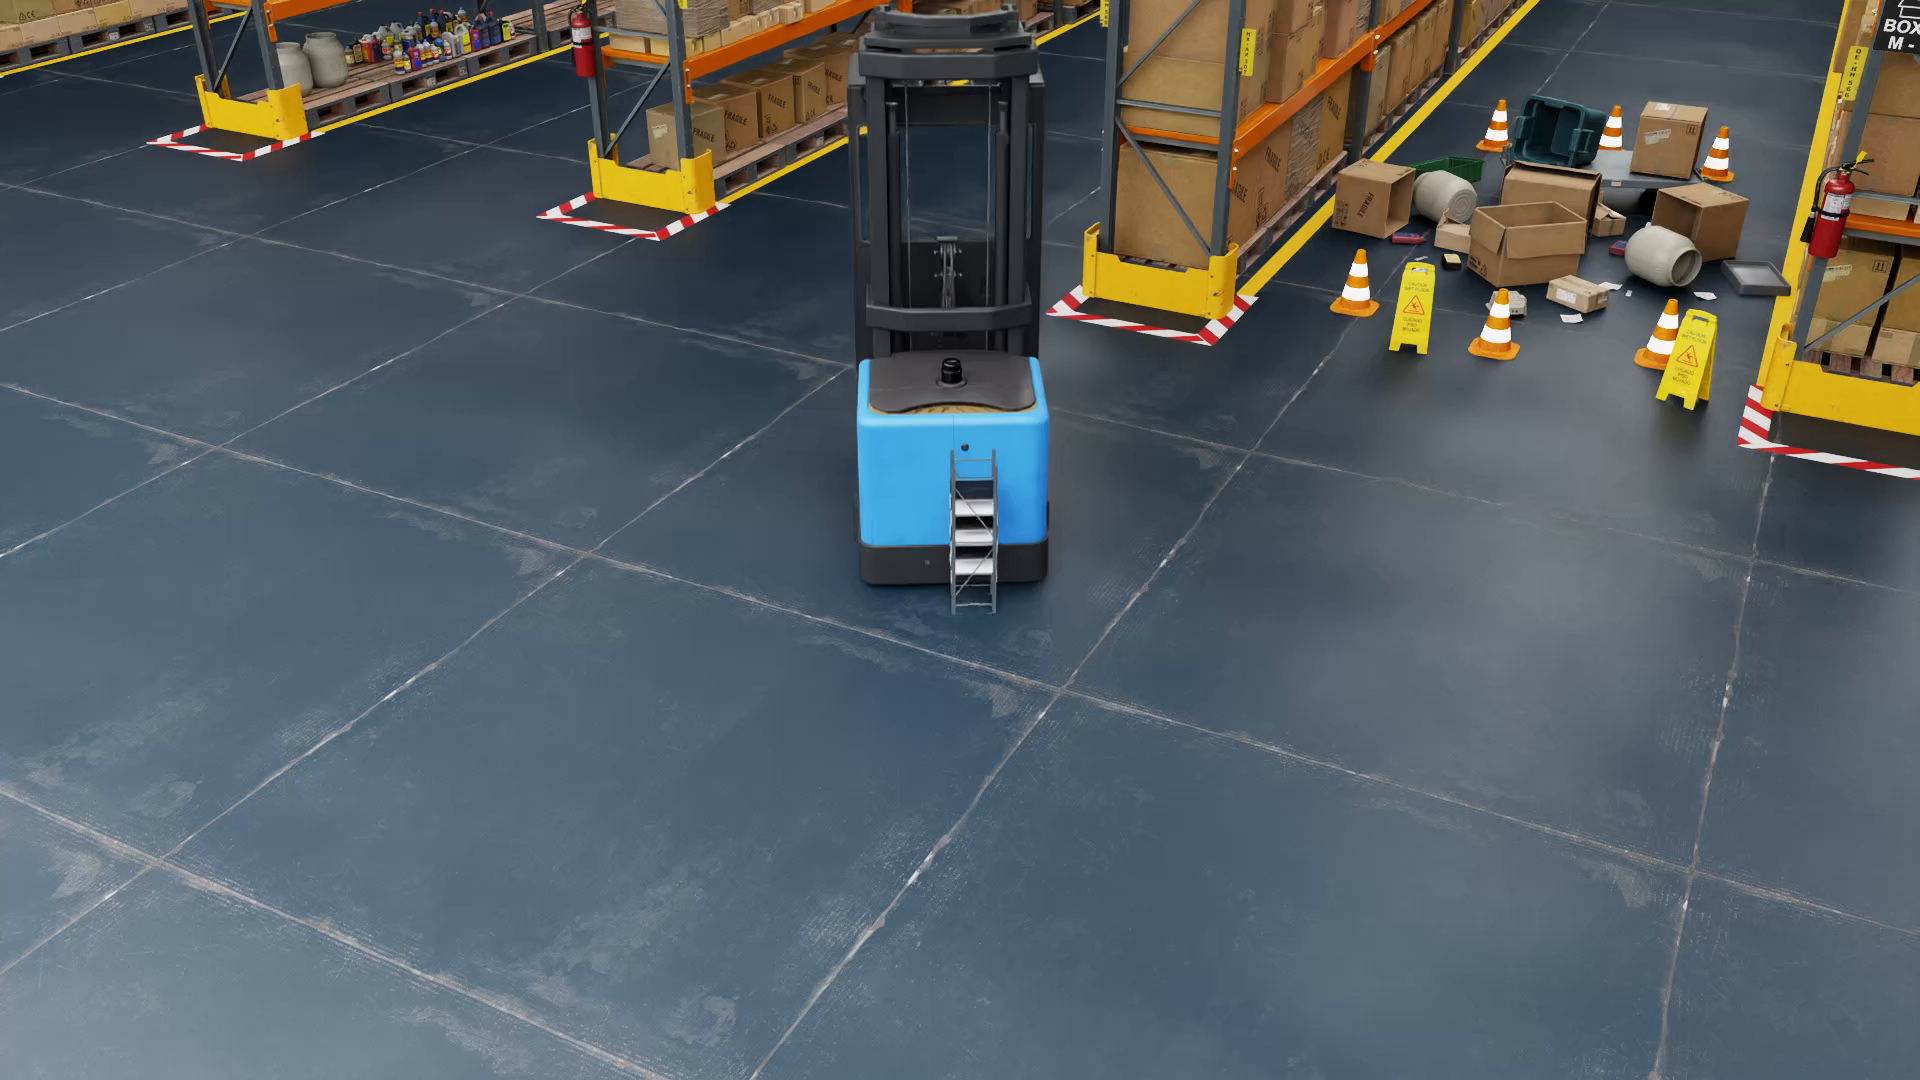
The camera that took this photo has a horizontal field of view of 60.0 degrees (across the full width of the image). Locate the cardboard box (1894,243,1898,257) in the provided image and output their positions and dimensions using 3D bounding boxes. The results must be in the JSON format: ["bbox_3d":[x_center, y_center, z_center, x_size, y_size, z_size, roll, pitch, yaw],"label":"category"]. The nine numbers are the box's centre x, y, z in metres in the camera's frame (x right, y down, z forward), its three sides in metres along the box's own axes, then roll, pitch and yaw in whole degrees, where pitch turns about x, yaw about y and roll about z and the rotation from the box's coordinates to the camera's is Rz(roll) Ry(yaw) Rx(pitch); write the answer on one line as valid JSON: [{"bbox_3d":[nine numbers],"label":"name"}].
[{"bbox_3d":[6.863,-1.964,11.744,0.500,0.500,0.500,13,32,21],"label":"cardboard box"}]

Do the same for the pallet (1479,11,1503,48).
[{"bbox_3d":[6.111,-6.411,20.702,1.003,0.211,1.213,14,33,23],"label":"pallet"}]

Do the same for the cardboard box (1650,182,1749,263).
[{"bbox_3d":[6.128,-2.634,13.833,0.500,0.500,0.500,-12,32,-20],"label":"cardboard box"}]

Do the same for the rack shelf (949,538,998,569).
[{"bbox_3d":[0.072,0.070,8.971,0.258,0.077,0.200,-1,30,-2],"label":"rack shelf"}]

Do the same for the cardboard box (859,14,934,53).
[{"bbox_3d":[-0.696,-5.506,18.394,0.700,0.500,0.500,12,32,20],"label":"cardboard box"}]

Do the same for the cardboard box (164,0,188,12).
[{"bbox_3d":[-10.065,-6.896,21.086,0.500,0.250,0.500,14,33,23],"label":"cardboard box"}]

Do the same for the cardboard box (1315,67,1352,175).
[{"bbox_3d":[3.026,-3.960,15.345,0.875,0.875,0.875,15,33,24],"label":"cardboard box"}]

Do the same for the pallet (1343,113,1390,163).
[{"bbox_3d":[3.659,-4.112,16.698,1.003,0.211,1.213,14,33,23],"label":"pallet"}]

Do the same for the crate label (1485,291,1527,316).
[{"bbox_3d":[4.213,-1.816,12.775,0.250,0.136,0.298,-1,30,-3],"label":"crate label"}]

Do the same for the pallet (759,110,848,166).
[{"bbox_3d":[-1.824,-4.074,16.632,1.003,0.211,1.213,14,33,23],"label":"pallet"}]

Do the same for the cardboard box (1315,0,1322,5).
[{"bbox_3d":[2.661,-4.861,13.968,0.875,0.550,0.550,14,33,23],"label":"cardboard box"}]

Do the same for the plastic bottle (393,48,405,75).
[{"bbox_3d":[-6.123,-5.223,18.131,0.097,0.271,0.097,0,30,0],"label":"plastic bottle"}]

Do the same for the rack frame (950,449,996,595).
[{"bbox_3d":[0.068,-0.087,8.998,0.240,0.900,0.006,-1,30,-2],"label":"rack frame"}]

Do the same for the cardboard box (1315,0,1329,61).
[{"bbox_3d":[2.636,-4.399,14.247,0.875,0.550,0.550,14,33,23],"label":"cardboard box"}]

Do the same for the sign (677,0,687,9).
[{"bbox_3d":[-2.334,-4.611,13.898,0.100,0.325,0.005,14,33,23],"label":"sign"}]

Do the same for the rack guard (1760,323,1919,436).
[{"bbox_3d":[6.040,-1.060,11.094,1.175,0.500,0.348,14,33,23],"label":"rack guard"}]

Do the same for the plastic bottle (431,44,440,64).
[{"bbox_3d":[-5.876,-5.433,18.567,0.097,0.201,0.097,0,30,0],"label":"plastic bottle"}]

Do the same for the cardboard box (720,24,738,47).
[{"bbox_3d":[-2.217,-4.536,14.889,0.380,0.149,0.250,14,33,23],"label":"cardboard box"}]

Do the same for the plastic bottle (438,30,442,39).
[{"bbox_3d":[-5.848,-5.642,18.848,0.061,0.283,0.133,14,33,23],"label":"plastic bottle"}]

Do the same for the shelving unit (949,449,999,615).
[{"bbox_3d":[0.072,-0.037,8.910,0.258,0.900,0.210,-1,30,-2],"label":"shelving unit"}]

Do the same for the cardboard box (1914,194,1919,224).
[{"bbox_3d":[6.344,-2.105,10.656,0.380,0.149,0.250,14,33,23],"label":"cardboard box"}]

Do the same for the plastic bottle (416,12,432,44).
[{"bbox_3d":[-6.227,-5.950,19.318,0.144,0.351,0.185,13,32,21],"label":"plastic bottle"}]

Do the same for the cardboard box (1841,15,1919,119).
[{"bbox_3d":[6.044,-2.992,10.546,0.700,0.500,0.500,13,33,22],"label":"cardboard box"}]

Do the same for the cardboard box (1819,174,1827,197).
[{"bbox_3d":[7.085,-2.758,13.127,0.500,0.500,0.500,16,33,25],"label":"cardboard box"}]

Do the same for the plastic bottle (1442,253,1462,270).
[{"bbox_3d":[4.045,-2.305,13.703,0.133,0.061,0.283,4,30,6],"label":"plastic bottle"}]

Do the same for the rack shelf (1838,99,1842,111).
[{"bbox_3d":[8.738,-4.458,15.224,1.077,0.370,4.000,14,33,23],"label":"rack shelf"}]

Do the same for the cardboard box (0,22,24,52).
[{"bbox_3d":[-11.191,-5.784,19.150,0.500,0.250,0.500,14,33,23],"label":"cardboard box"}]

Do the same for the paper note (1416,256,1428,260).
[{"bbox_3d":[3.833,-2.341,13.816,0.123,0.001,0.032,-18,34,-28],"label":"paper note"}]

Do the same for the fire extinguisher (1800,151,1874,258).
[{"bbox_3d":[5.543,-2.131,10.526,0.296,0.674,0.183,14,33,23],"label":"fire extinguisher"}]

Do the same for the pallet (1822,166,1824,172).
[{"bbox_3d":[8.181,-3.020,14.797,1.003,0.211,1.213,14,33,23],"label":"pallet"}]

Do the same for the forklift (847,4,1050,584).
[{"bbox_3d":[-0.086,-1.725,9.810,1.130,2.935,3.031,-1,30,-2],"label":"forklift"}]

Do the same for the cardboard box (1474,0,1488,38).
[{"bbox_3d":[5.972,-6.313,19.819,0.500,0.500,0.500,15,33,24],"label":"cardboard box"}]

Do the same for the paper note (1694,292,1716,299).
[{"bbox_3d":[5.865,-1.927,13.075,0.142,0.019,0.148,4,30,6],"label":"paper note"}]

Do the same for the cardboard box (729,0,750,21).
[{"bbox_3d":[-2.421,-5.017,15.076,0.875,0.500,0.500,14,33,23],"label":"cardboard box"}]

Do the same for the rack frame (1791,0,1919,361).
[{"bbox_3d":[6.005,-2.110,10.413,1.000,3.000,0.127,14,33,23],"label":"rack frame"}]

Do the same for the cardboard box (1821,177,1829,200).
[{"bbox_3d":[6.484,-2.526,12.072,0.380,0.149,0.250,16,33,25],"label":"cardboard box"}]

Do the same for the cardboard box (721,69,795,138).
[{"bbox_3d":[-1.974,-4.276,16.272,0.500,0.500,0.500,18,34,28],"label":"cardboard box"}]

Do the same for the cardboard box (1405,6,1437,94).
[{"bbox_3d":[4.444,-5.304,17.811,1.050,0.750,0.750,15,33,24],"label":"cardboard box"}]

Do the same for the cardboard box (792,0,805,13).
[{"bbox_3d":[-1.709,-5.106,15.881,0.380,0.149,0.250,14,33,23],"label":"cardboard box"}]

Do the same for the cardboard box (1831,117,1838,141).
[{"bbox_3d":[8.704,-3.787,15.550,0.950,0.372,0.625,15,33,25],"label":"cardboard box"}]

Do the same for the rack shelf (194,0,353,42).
[{"bbox_3d":[-6.315,-6.057,18.008,1.077,0.370,4.000,14,33,23],"label":"rack shelf"}]

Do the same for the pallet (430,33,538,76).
[{"bbox_3d":[-5.747,-5.758,19.565,1.003,0.211,1.213,14,33,23],"label":"pallet"}]

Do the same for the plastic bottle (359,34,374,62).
[{"bbox_3d":[-6.640,-5.511,18.628,0.152,0.276,0.135,15,33,24],"label":"plastic bottle"}]

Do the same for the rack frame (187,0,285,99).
[{"bbox_3d":[-7.226,-5.482,16.284,1.000,3.000,0.127,14,33,23],"label":"rack frame"}]

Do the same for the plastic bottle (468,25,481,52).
[{"bbox_3d":[-5.565,-5.751,19.038,0.061,0.283,0.133,17,34,27],"label":"plastic bottle"}]

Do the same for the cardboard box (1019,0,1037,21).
[{"bbox_3d":[0.540,-6.710,20.491,0.700,0.500,0.500,13,32,21],"label":"cardboard box"}]

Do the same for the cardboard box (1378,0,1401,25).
[{"bbox_3d":[3.854,-5.177,15.653,0.500,0.500,0.500,15,33,24],"label":"cardboard box"}]

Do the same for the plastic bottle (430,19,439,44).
[{"bbox_3d":[-6.099,-5.908,19.323,0.097,0.271,0.097,0,30,0],"label":"plastic bottle"}]

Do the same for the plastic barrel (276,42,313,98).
[{"bbox_3d":[-6.994,-4.894,17.338,0.421,0.512,0.421,0,30,0],"label":"plastic barrel"}]

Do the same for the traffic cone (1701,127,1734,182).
[{"bbox_3d":[7.146,-3.651,15.643,0.336,0.463,0.334,14,33,23],"label":"traffic cone"}]
